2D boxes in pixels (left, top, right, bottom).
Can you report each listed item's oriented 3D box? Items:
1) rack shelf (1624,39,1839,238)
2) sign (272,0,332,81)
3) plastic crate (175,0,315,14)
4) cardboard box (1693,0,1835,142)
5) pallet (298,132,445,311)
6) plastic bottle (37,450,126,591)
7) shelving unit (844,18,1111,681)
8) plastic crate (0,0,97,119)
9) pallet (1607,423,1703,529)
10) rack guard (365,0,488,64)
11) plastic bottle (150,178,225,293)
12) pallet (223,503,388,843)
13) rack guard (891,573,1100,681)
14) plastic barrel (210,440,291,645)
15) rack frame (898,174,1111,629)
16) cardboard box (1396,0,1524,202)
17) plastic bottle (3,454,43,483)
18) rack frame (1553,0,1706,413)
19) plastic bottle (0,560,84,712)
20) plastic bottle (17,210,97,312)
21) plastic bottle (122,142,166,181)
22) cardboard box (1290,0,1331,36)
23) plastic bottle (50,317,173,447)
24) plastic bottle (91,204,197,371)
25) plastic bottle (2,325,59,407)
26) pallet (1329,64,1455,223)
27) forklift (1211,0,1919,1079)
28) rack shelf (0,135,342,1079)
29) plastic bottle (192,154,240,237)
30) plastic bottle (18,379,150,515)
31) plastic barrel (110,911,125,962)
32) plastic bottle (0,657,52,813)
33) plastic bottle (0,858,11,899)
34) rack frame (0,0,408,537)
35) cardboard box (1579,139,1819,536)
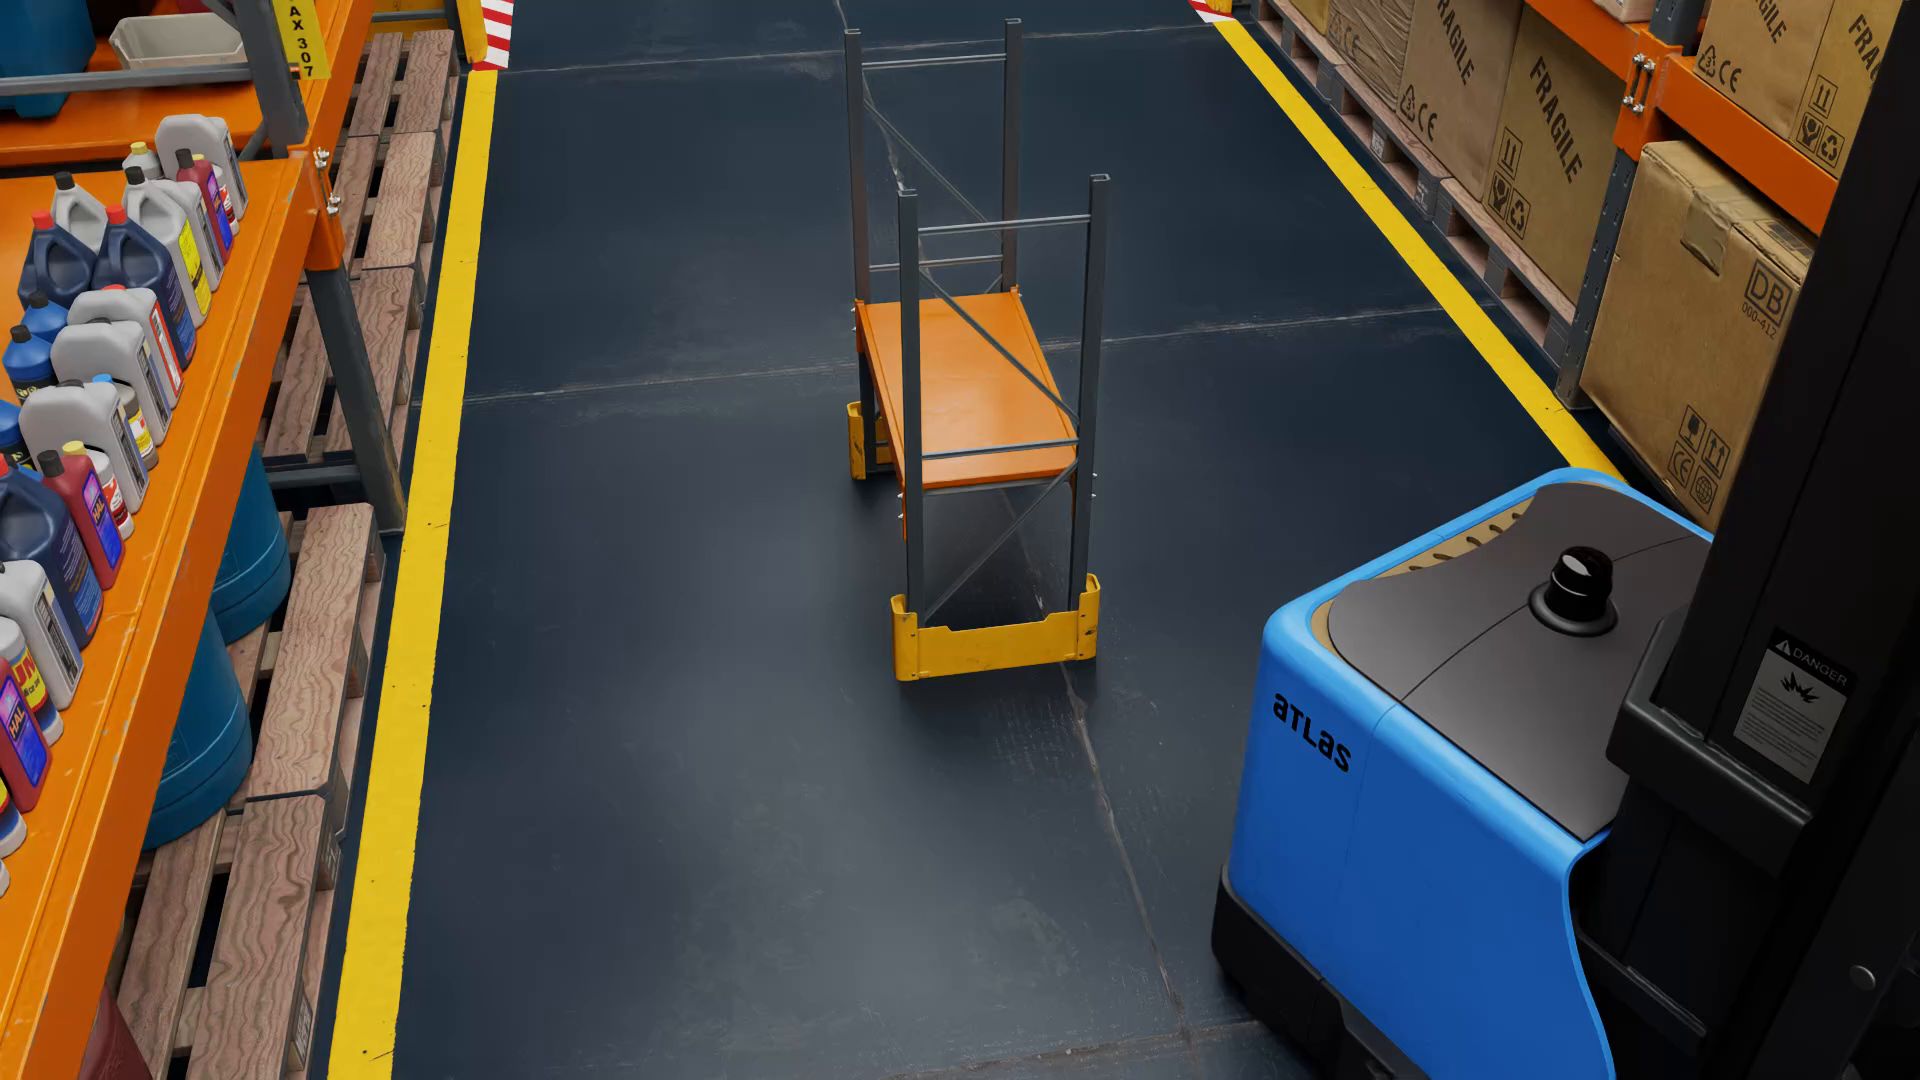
[{"bbox_3d":[2.963,-0.227,3.684,1.077,0.370,4.000,-6,38,-8],"label":"rack shelf"},{"bbox_3d":[-1.722,-1.354,4.322,0.100,0.325,0.005,-6,38,-8],"label":"sign"},{"bbox_3d":[-2.174,-1.802,5.023,0.402,0.464,0.583,-6,38,-8],"label":"plastic crate"},{"bbox_3d":[2.446,-1.454,4.595,0.500,0.500,0.500,-6,38,-8],"label":"cardboard box"},{"bbox_3d":[-2.649,-1.264,6.705,1.003,0.211,1.213,-6,38,-8],"label":"pallet"},{"bbox_3d":[-1.575,-0.056,2.972,0.061,0.283,0.133,-6,38,-8],"label":"plastic bottle"},{"bbox_3d":[0.013,-0.546,4.731,0.587,1.500,1.083,-6,38,-8],"label":"shelving unit"},{"bbox_3d":[-2.682,-1.449,4.635,0.392,0.384,0.575,-6,38,-8],"label":"plastic crate"},{"bbox_3d":[2.821,-0.160,5.284,1.003,0.211,1.213,-6,38,-8],"label":"pallet"},{"bbox_3d":[-2.983,-2.629,8.226,1.175,0.500,0.348,-6,38,-8],"label":"rack guard"},{"bbox_3d":[-1.813,-0.714,3.825,0.152,0.276,0.135,-6,38,-8],"label":"plastic bottle"},{"bbox_3d":[-2.170,0.385,4.582,1.003,0.211,1.213,-6,38,-8],"label":"pallet"},{"bbox_3d":[0.101,0.248,4.727,0.587,0.250,0.087,-6,38,-8],"label":"rack guard"},{"bbox_3d":[-2.186,-0.194,4.422,0.600,0.901,0.708,-6,38,-8],"label":"plastic barrel"},{"bbox_3d":[0.104,-0.234,4.328,0.500,1.500,0.032,-6,38,-8],"label":"rack frame"},{"bbox_3d":[2.417,-1.997,6.765,0.875,0.875,0.875,-6,38,-8],"label":"cardboard box"},{"bbox_3d":[-1.650,-0.032,2.951,0.097,0.271,0.097,0,38,0],"label":"plastic bottle"},{"bbox_3d":[2.612,-1.720,5.018,1.000,3.000,0.127,-6,38,-8],"label":"rack frame"},{"bbox_3d":[-1.564,0.144,2.720,0.152,0.276,0.135,-6,38,-8],"label":"plastic bottle"},{"bbox_3d":[-1.891,-0.520,3.515,0.144,0.351,0.185,-6,38,-8],"label":"plastic bottle"},{"bbox_3d":[-1.997,-0.880,4.100,0.097,0.201,0.097,0,38,0],"label":"plastic bottle"},{"bbox_3d":[2.102,-3.084,8.165,0.875,0.875,0.875,-6,38,-8],"label":"cardboard box"},{"bbox_3d":[-1.701,-0.328,3.328,0.152,0.276,0.135,-6,38,-8],"label":"plastic bottle"},{"bbox_3d":[-1.749,-0.536,3.535,0.144,0.351,0.185,-6,38,-8],"label":"plastic bottle"},{"bbox_3d":[-1.821,-0.301,3.298,0.097,0.271,0.097,0,38,0],"label":"plastic bottle"},{"bbox_3d":[2.338,-1.824,7.426,1.003,0.211,1.213,-6,38,-8],"label":"pallet"},{"bbox_3d":[1.844,0.414,2.328,1.130,2.935,3.031,-23,43,-27],"label":"forklift"},{"bbox_3d":[-1.914,0.305,2.998,1.077,0.370,4.000,-6,38,-8],"label":"rack shelf"},{"bbox_3d":[-1.830,-0.838,4.046,0.097,0.201,0.097,0,38,0],"label":"plastic bottle"},{"bbox_3d":[-1.660,-0.188,3.148,0.152,0.276,0.135,-6,38,-8],"label":"plastic bottle"},{"bbox_3d":[-2.051,0.739,3.540,0.421,0.512,0.421,0,38,0],"label":"plastic barrel"},{"bbox_3d":[-1.478,0.276,2.544,0.061,0.283,0.133,-6,38,-8],"label":"plastic bottle"},{"bbox_3d":[-1.459,0.412,2.380,0.097,0.271,0.097,0,38,0],"label":"plastic bottle"},{"bbox_3d":[-2.264,-1.187,4.333,1.000,3.000,0.127,-6,38,-8],"label":"rack frame"},{"bbox_3d":[2.744,-0.662,5.047,1.225,0.875,0.875,-6,38,-8],"label":"cardboard box"}]
